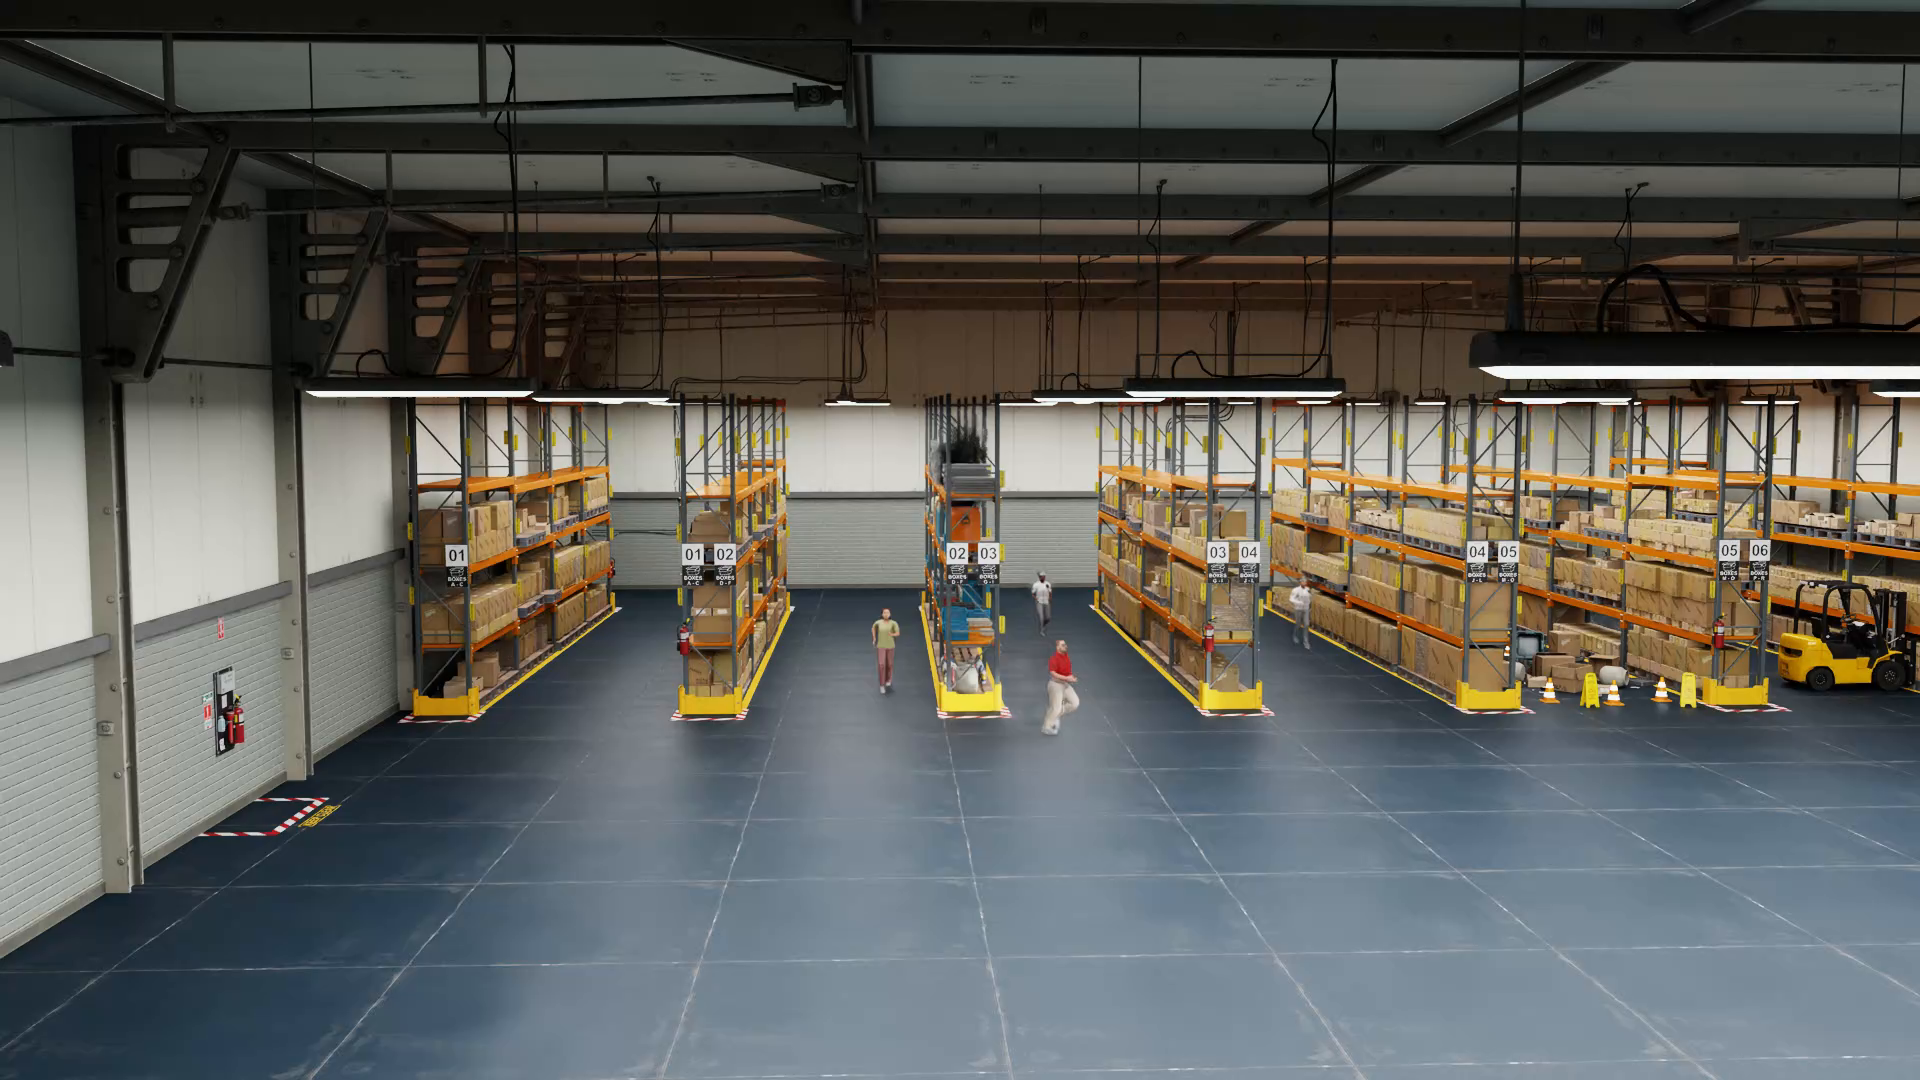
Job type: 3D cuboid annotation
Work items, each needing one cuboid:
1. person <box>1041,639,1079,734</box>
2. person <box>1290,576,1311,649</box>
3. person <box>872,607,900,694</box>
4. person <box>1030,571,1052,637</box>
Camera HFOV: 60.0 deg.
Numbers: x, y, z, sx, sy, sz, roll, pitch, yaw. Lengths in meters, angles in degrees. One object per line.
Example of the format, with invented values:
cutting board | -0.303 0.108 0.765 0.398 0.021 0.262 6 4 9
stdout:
person | 1.795 2.571 29.169 0.743 1.677 0.685 3 6 37
person | 8.219 1.715 40.060 0.602 1.720 0.840 0 5 -5
person | -1.500 2.223 33.715 0.542 1.695 0.830 0 5 -6
person | 2.066 1.595 41.838 0.573 1.645 0.562 -1 5 -10
